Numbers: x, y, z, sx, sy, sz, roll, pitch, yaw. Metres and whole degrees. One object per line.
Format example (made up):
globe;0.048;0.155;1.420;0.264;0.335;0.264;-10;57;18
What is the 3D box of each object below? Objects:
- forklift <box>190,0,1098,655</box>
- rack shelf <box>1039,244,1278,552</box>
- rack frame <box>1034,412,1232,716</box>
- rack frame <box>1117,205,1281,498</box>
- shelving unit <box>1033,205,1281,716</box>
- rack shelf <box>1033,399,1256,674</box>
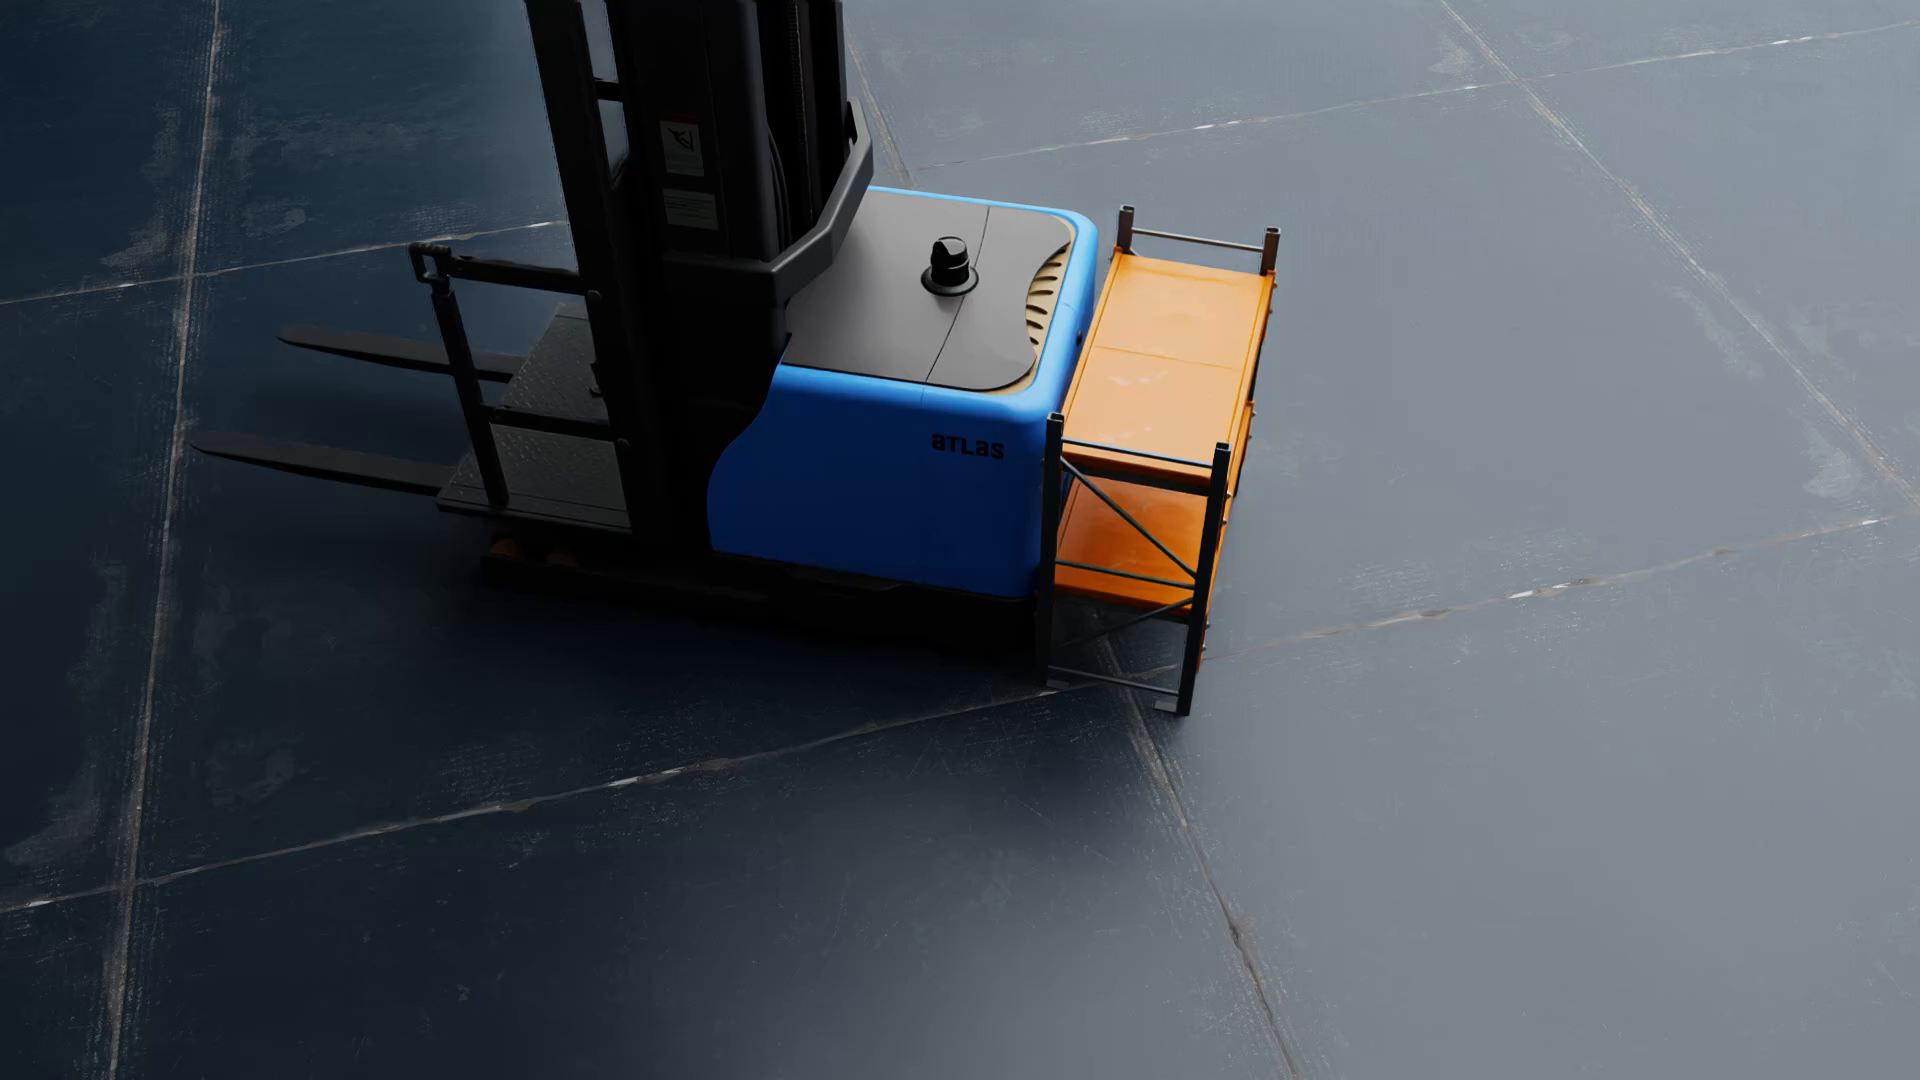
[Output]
forklift;-1.121;-1.201;4.875;3.031;2.935;1.130;9;46;9
rack shelf;0.611;-0.454;4.997;0.538;0.278;1.000;11;47;10
rack frame;0.480;0.102;4.862;0.500;1.125;0.032;11;47;10
rack frame;0.742;-0.599;5.550;0.500;1.125;0.032;11;47;10
shelving unit;0.611;-0.249;5.206;0.538;1.125;1.048;11;47;10
rack shelf;0.611;-0.078;5.381;0.538;0.278;1.000;11;47;10
